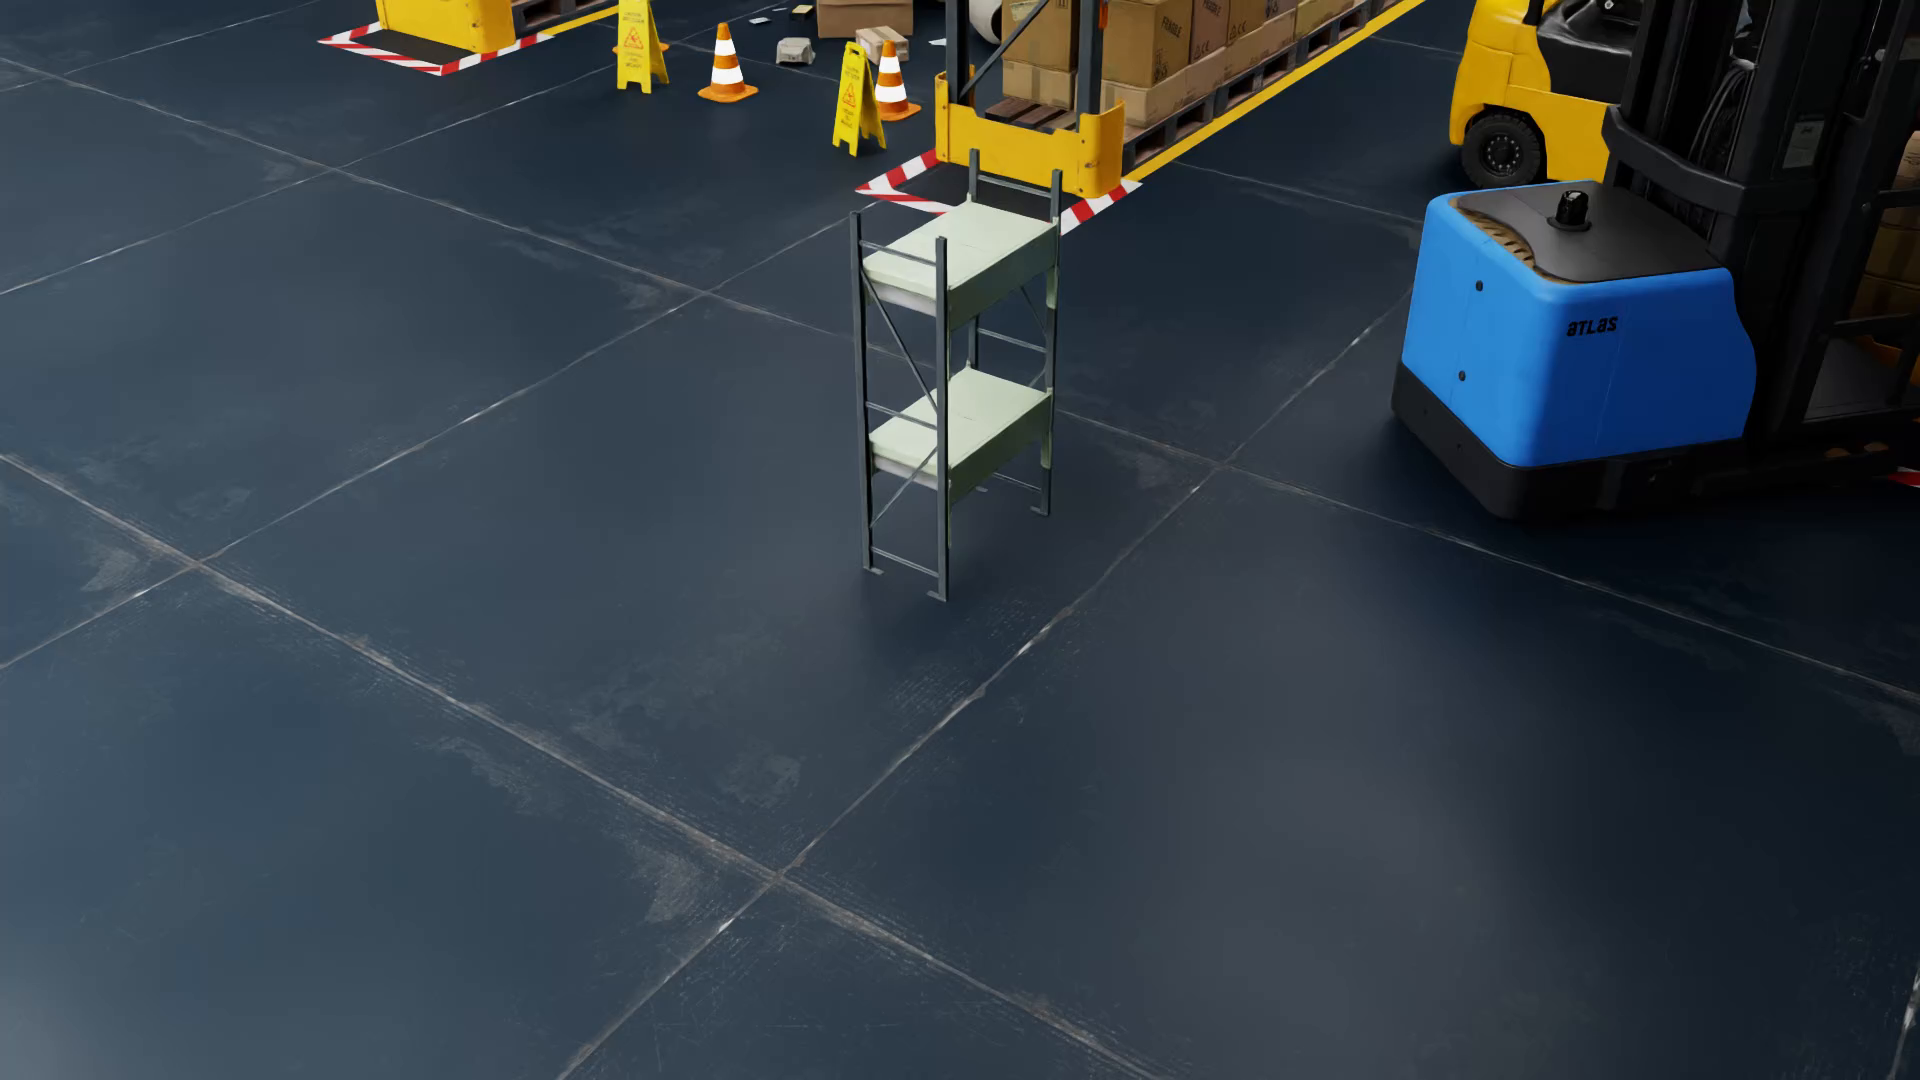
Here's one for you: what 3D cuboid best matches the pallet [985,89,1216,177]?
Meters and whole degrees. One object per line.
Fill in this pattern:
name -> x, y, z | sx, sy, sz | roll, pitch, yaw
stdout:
pallet -> 0.895, -2.689, 10.537 | 1.003, 0.211, 1.213 | 21, 39, 28

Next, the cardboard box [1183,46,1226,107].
cardboard box -> 1.344, -2.997, 10.583 | 0.500, 0.250, 0.500 | 23, 40, 30

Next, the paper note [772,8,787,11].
paper note -> -1.384, -4.072, 12.763 | 0.123, 0.001, 0.032 | -15, 37, -21

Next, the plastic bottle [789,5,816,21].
plastic bottle -> -1.189, -4.013, 12.630 | 0.133, 0.061, 0.283 | 8, 35, 12

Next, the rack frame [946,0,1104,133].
rack frame -> 0.360, -3.446, 9.168 | 1.000, 3.000, 0.127 | 21, 39, 28

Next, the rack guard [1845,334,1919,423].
rack guard -> 4.426, -0.816, 7.510 | 1.175, 0.500, 0.348 | 21, 39, 28

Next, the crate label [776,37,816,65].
crate label -> -1.163, -3.450, 11.729 | 0.250, 0.136, 0.298 | 3, 34, 4

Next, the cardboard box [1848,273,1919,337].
cardboard box -> 4.448, -1.215, 7.948 | 0.500, 0.250, 0.500 | 22, 40, 28

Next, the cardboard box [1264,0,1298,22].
cardboard box -> 1.945, -3.805, 11.109 | 0.500, 0.500, 0.500 | 24, 41, 31

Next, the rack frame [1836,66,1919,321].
rack frame -> 4.440, -1.863, 6.827 | 1.000, 3.000, 0.127 | 21, 39, 28

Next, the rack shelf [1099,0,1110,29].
rack shelf -> 1.500, -4.069, 10.731 | 1.077, 0.370, 4.000 | 21, 39, 28

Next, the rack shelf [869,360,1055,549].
rack shelf -> -0.004, -0.348, 6.508 | 0.431, 0.370, 0.720 | 21, 39, 28

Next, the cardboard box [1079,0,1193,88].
cardboard box -> 1.060, -3.086, 10.046 | 0.500, 0.500, 0.500 | 20, 39, 27

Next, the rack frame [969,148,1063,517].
rack frame -> 0.205, -0.787, 6.574 | 0.400, 1.500, 0.023 | 21, 39, 28

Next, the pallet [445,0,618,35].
pallet -> -3.373, -4.219, 12.800 | 1.003, 0.211, 1.213 | 21, 39, 28

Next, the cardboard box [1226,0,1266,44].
cardboard box -> 1.647, -3.556, 10.741 | 0.500, 0.500, 0.500 | 22, 40, 29

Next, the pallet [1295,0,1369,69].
pallet -> 2.286, -3.812, 12.198 | 1.003, 0.211, 1.213 | 21, 39, 28

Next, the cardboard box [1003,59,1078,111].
cardboard box -> 0.613, -2.950, 10.515 | 0.500, 0.250, 0.500 | 21, 39, 28

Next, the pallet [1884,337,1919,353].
pallet -> 4.841, -1.073, 8.148 | 1.003, 0.211, 1.213 | 21, 39, 28

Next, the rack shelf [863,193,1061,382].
rack shelf -> -0.004, -0.941, 6.107 | 0.431, 0.370, 0.720 | 21, 39, 28

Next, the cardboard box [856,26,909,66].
cardboard box -> -0.553, -3.513, 11.813 | 0.250, 0.149, 0.380 | -15, 37, -21

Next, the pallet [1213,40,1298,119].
pallet -> 1.591, -3.248, 11.364 | 1.003, 0.211, 1.213 | 21, 39, 28

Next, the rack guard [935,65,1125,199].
rack guard -> 0.403, -2.446, 9.920 | 1.175, 0.500, 0.348 | 21, 39, 28

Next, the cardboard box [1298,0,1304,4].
cardboard box -> 2.235, -4.040, 11.457 | 0.500, 0.500, 0.500 | 22, 40, 29

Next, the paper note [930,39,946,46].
paper note -> -0.129, -3.625, 12.094 | 0.142, 0.019, 0.148 | -22, 40, -29

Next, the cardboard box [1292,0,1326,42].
cardboard box -> 2.229, -3.716, 11.647 | 0.500, 0.250, 0.500 | 20, 39, 27

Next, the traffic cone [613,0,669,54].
traffic cone -> -2.295, -3.721, 11.839 | 0.336, 0.463, 0.334 | 21, 39, 28

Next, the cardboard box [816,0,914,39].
cardboard box -> -0.719, -4.029, 12.259 | 0.797, 0.503, 0.637 | -3, 34, -4

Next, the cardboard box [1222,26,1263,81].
cardboard box -> 1.645, -3.252, 10.960 | 0.500, 0.250, 0.500 | 24, 41, 31

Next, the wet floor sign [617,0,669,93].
wet floor sign -> -2.154, -3.360, 11.142 | 0.267, 0.644, 0.232 | 14, 37, 20

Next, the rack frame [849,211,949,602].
rack frame -> -0.212, -0.450, 6.076 | 0.400, 1.500, 0.023 | 21, 39, 28

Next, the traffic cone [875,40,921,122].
traffic cone -> -0.455, -3.005, 10.781 | 0.336, 0.463, 0.334 | 21, 39, 28

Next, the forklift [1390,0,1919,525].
forklift -> 3.517, -1.718, 6.674 | 3.031, 2.935, 1.130 | -8, 35, -12

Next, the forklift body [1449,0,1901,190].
forklift body -> 4.022, -2.966, 9.216 | 2.313, 2.155, 1.214 | 21, 39, 28

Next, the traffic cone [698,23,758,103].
traffic cone -> -1.561, -3.203, 11.074 | 0.336, 0.463, 0.334 | 21, 39, 28

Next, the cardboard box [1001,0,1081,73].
cardboard box -> 0.602, -3.244, 10.279 | 0.500, 0.500, 0.500 | 22, 40, 28

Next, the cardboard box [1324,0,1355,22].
cardboard box -> 2.524, -3.964, 12.014 | 0.500, 0.250, 0.500 | 23, 40, 30

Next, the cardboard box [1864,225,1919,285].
cardboard box -> 4.460, -1.428, 7.818 | 0.500, 0.250, 0.500 | 21, 39, 28

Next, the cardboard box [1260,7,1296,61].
cardboard box -> 1.935, -3.483, 11.303 | 0.500, 0.250, 0.500 | 22, 40, 29

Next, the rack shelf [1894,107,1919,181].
rack shelf -> 5.580, -2.485, 8.389 | 1.077, 0.370, 4.000 | 21, 39, 28

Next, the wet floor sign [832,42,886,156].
wet floor sign -> -0.628, -2.725, 10.204 | 0.232, 0.644, 0.267 | -22, 40, -29

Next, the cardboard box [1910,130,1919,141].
cardboard box -> 4.732, -1.860, 8.010 | 0.500, 0.250, 0.500 | 22, 40, 29

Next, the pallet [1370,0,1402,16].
pallet -> 3.083, -4.491, 13.202 | 1.003, 0.211, 1.213 | 21, 39, 28

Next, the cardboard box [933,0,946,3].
cardboard box -> -0.192, -4.518, 12.861 | 0.797, 0.637, 0.503 | 21, 39, 28

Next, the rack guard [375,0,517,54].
rack guard -> -3.778, -3.934, 12.122 | 1.175, 0.500, 0.348 | 21, 39, 28

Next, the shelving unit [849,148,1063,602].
shelving unit -> -0.004, -0.618, 6.325 | 0.431, 1.500, 0.755 | 21, 39, 28

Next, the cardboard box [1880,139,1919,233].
cardboard box -> 4.446, -1.623, 7.660 | 0.500, 0.250, 0.500 | 23, 40, 30

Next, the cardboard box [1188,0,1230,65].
cardboard box -> 1.354, -3.328, 10.404 | 0.500, 0.500, 0.500 | 20, 39, 27

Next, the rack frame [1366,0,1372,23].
rack frame -> 2.640, -5.287, 11.891 | 1.000, 3.000, 0.127 | 21, 39, 28

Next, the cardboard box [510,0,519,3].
cardboard box -> -3.432, -4.608, 12.408 | 0.875, 0.875, 0.875 | 21, 40, 28

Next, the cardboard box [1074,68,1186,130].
cardboard box -> 1.047, -2.764, 10.239 | 0.500, 0.250, 0.500 | 21, 39, 28

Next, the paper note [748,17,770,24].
paper note -> -1.499, -3.910, 12.507 | 0.142, 0.017, 0.144 | -22, 40, -29

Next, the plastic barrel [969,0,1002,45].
plastic barrel -> 0.294, -3.813, 12.011 | 0.421, 0.421, 0.512 | -9, 35, -13
